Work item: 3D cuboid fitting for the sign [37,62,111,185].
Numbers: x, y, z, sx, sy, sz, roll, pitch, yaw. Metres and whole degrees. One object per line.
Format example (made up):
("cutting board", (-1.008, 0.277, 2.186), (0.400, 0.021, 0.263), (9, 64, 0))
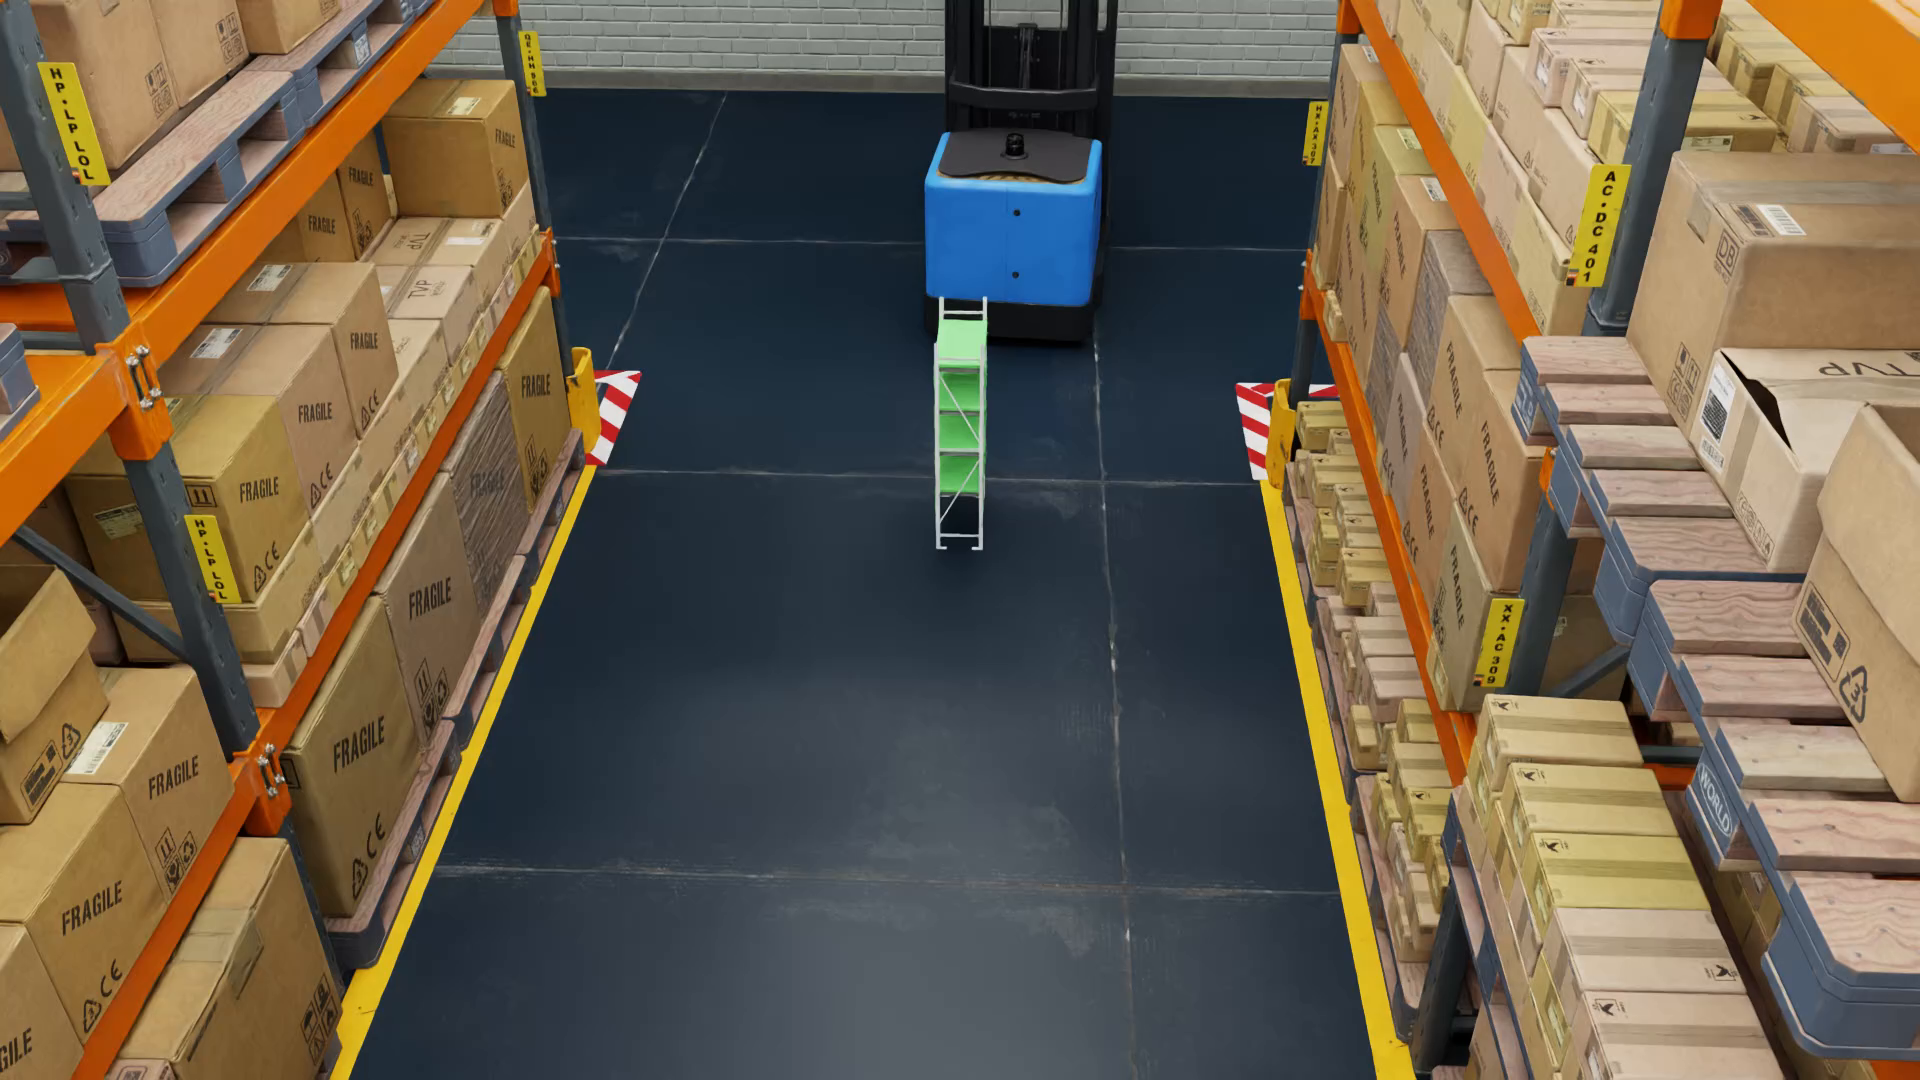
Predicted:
("sign", (-2.277, -1.066, 4.271), (0.100, 0.325, 0.005), (1, 35, 2))

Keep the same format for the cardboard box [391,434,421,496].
("cardboard box", (-2.424, -0.309, 6.746), (0.380, 0.149, 0.250), (2, 35, 2))

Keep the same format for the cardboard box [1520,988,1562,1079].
("cardboard box", (1.627, 1.261, 4.146), (0.380, 0.149, 0.250), (2, 35, 2))

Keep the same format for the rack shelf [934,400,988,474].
("rack shelf", (0.007, -0.534, 8.523), (0.258, 0.148, 0.480), (1, 35, 2))

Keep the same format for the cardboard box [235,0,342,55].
("cardboard box", (-2.659, -2.043, 5.846), (0.700, 0.500, 0.500), (3, 35, 4))

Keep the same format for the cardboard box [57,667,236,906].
("cardboard box", (-2.565, 0.729, 4.963), (0.500, 0.500, 0.500), (1, 35, 2))

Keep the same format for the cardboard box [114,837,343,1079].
("cardboard box", (-2.825, 1.560, 5.349), (1.225, 0.875, 0.875), (1, 35, 2))

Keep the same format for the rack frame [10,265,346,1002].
("rack frame", (-2.819, 0.495, 5.383), (1.000, 3.000, 0.127), (1, 35, 2))

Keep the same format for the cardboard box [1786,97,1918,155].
("cardboard box", (2.386, -1.028, 4.289), (0.380, 0.149, 0.250), (1, 35, 1))

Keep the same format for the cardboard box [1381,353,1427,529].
("cardboard box", (1.913, -0.364, 6.259), (0.500, 0.500, 0.500), (1, 35, 2))

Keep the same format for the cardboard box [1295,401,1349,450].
("cardboard box", (1.933, -0.586, 8.518), (0.380, 0.149, 0.250), (0, 35, 0))

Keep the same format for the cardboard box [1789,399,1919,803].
("cardboard box", (1.939, 0.111, 2.866), (0.797, 0.503, 0.637), (1, 35, 1))

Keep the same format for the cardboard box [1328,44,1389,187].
("cardboard box", (2.010, -1.951, 7.647), (0.500, 0.500, 0.500), (1, 35, 2))

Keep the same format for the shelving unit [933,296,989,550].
("shelving unit", (0.007, -0.586, 8.486), (0.258, 1.200, 0.503), (1, 35, 2))

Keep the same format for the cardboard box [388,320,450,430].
("cardboard box", (-2.471, -0.696, 6.949), (0.500, 0.250, 0.500), (1, 35, 2))

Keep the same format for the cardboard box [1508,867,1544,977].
("cardboard box", (1.639, 0.990, 4.273), (0.380, 0.149, 0.250), (2, 35, 3))

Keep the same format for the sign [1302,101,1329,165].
("sign", (1.751, -1.997, 8.176), (0.100, 0.325, 0.005), (1, 35, 2))

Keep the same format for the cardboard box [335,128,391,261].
("cardboard box", (-2.968, -1.614, 7.603), (0.500, 0.500, 0.500), (1, 35, 1))

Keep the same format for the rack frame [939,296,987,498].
("rack frame", (0.016, -0.726, 8.685), (0.240, 1.200, 0.015), (1, 35, 2))

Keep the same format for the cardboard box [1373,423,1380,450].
("cardboard box", (1.941, -0.452, 6.949), (0.380, 0.149, 0.250), (3, 35, 4))

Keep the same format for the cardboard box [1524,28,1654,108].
("cardboard box", (1.840, -1.346, 4.742), (0.380, 0.149, 0.250), (1, 35, 2))

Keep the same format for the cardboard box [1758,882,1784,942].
("cardboard box", (2.292, 1.004, 4.253), (0.380, 0.149, 0.250), (3, 35, 4))

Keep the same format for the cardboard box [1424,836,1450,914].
("cardboard box", (1.887, 1.208, 5.965), (0.380, 0.149, 0.250), (2, 35, 3))

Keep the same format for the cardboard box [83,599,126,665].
("cardboard box", (-3.064, 0.175, 5.710), (0.500, 0.250, 0.500), (1, 35, 1))

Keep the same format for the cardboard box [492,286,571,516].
("cardboard box", (-2.604, -0.736, 8.617), (0.875, 0.875, 0.875), (1, 35, 2))

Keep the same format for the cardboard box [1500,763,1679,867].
("cardboard box", (1.652, 0.731, 4.383), (0.380, 0.149, 0.250), (2, 35, 3))

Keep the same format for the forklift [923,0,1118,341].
("forklift", (0.480, -3.268, 10.797), (1.130, 2.935, 3.031), (4, 35, 6))

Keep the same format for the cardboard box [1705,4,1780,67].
("cardboard box", (2.440, -1.477, 4.929), (0.380, 0.149, 0.250), (0, 35, 1))

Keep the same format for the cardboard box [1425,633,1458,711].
("cardboard box", (1.812, 0.450, 5.665), (0.380, 0.149, 0.250), (0, 35, 1))

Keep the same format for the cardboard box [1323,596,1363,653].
("cardboard box", (1.889, 0.387, 7.651), (0.380, 0.149, 0.250), (0, 35, 0))

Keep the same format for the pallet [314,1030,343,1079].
("pallet", (-2.775, 2.081, 5.551), (1.003, 0.211, 1.213), (1, 35, 2))

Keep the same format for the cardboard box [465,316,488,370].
("cardboard box", (-2.384, -0.902, 7.588), (0.380, 0.149, 0.250), (1, 35, 1))

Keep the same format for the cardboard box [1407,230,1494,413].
("cardboard box", (1.931, -0.771, 5.969), (0.500, 0.500, 0.500), (2, 35, 3))

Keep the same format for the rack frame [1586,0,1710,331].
("rack frame", (2.133, -1.787, 3.412), (1.000, 3.000, 0.127), (1, 35, 2))

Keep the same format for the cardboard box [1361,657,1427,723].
("cardboard box", (1.867, 0.612, 6.813), (0.380, 0.149, 0.250), (0, 35, 0))

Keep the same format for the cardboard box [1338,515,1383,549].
("cardboard box", (1.956, 0.020, 7.655), (0.380, 0.149, 0.250), (3, 35, 4))

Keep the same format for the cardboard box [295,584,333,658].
("cardboard box", (-2.465, 0.284, 5.901), (0.380, 0.149, 0.250), (0, 35, 0))

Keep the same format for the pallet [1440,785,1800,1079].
("pallet", (1.956, 1.182, 4.572), (1.003, 0.211, 1.213), (1, 35, 2))

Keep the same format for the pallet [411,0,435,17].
("pallet", (-2.678, -2.568, 7.209), (1.003, 0.211, 1.213), (1, 35, 2))

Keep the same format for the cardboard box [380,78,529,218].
("cardboard box", (-2.416, -1.884, 7.988), (0.500, 0.500, 0.500), (2, 35, 2))

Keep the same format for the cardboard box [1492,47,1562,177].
("cardboard box", (1.930, -1.273, 4.985), (0.500, 0.250, 0.500), (0, 35, 0))

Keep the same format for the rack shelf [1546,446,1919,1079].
("rack shelf", (2.052, 0.884, 2.847), (1.077, 0.370, 4.000), (1, 35, 2))

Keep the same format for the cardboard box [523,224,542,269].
("cardboard box", (-2.344, -1.488, 8.423), (0.380, 0.149, 0.250), (2, 35, 3))

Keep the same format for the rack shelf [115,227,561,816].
("rack shelf", (-2.739, -0.360, 7.225), (1.077, 0.370, 4.000), (1, 35, 2))

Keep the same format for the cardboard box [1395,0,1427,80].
("cardboard box", (1.986, -1.946, 6.377), (0.500, 0.250, 0.500), (0, 35, 0))

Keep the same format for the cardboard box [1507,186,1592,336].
("cardboard box", (1.882, -0.787, 4.728), (0.500, 0.250, 0.500), (2, 35, 3))

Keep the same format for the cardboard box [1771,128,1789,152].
("cardboard box", (2.392, -0.974, 4.560), (0.500, 0.250, 0.500), (2, 35, 3))

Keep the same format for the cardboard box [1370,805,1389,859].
("cardboard box", (1.848, 1.128, 6.596), (0.380, 0.149, 0.250), (0, 35, 0))

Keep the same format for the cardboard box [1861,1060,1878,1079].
("cardboard box", (2.265, 1.185, 3.737), (0.380, 0.149, 0.250), (0, 35, 0))

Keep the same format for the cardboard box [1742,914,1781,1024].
("cardboard box", (2.293, 1.124, 4.342), (0.380, 0.149, 0.250), (1, 35, 2))

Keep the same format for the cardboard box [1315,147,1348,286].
("cardboard box", (1.999, -1.542, 7.935), (0.500, 0.500, 0.500), (3, 35, 4))

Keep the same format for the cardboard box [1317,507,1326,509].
("cardboard box", (2.024, -0.190, 8.472), (0.380, 0.149, 0.250), (1, 35, 2))

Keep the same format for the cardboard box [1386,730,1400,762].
("cardboard box", (1.927, 0.900, 6.662), (0.380, 0.149, 0.250), (2, 35, 2))
